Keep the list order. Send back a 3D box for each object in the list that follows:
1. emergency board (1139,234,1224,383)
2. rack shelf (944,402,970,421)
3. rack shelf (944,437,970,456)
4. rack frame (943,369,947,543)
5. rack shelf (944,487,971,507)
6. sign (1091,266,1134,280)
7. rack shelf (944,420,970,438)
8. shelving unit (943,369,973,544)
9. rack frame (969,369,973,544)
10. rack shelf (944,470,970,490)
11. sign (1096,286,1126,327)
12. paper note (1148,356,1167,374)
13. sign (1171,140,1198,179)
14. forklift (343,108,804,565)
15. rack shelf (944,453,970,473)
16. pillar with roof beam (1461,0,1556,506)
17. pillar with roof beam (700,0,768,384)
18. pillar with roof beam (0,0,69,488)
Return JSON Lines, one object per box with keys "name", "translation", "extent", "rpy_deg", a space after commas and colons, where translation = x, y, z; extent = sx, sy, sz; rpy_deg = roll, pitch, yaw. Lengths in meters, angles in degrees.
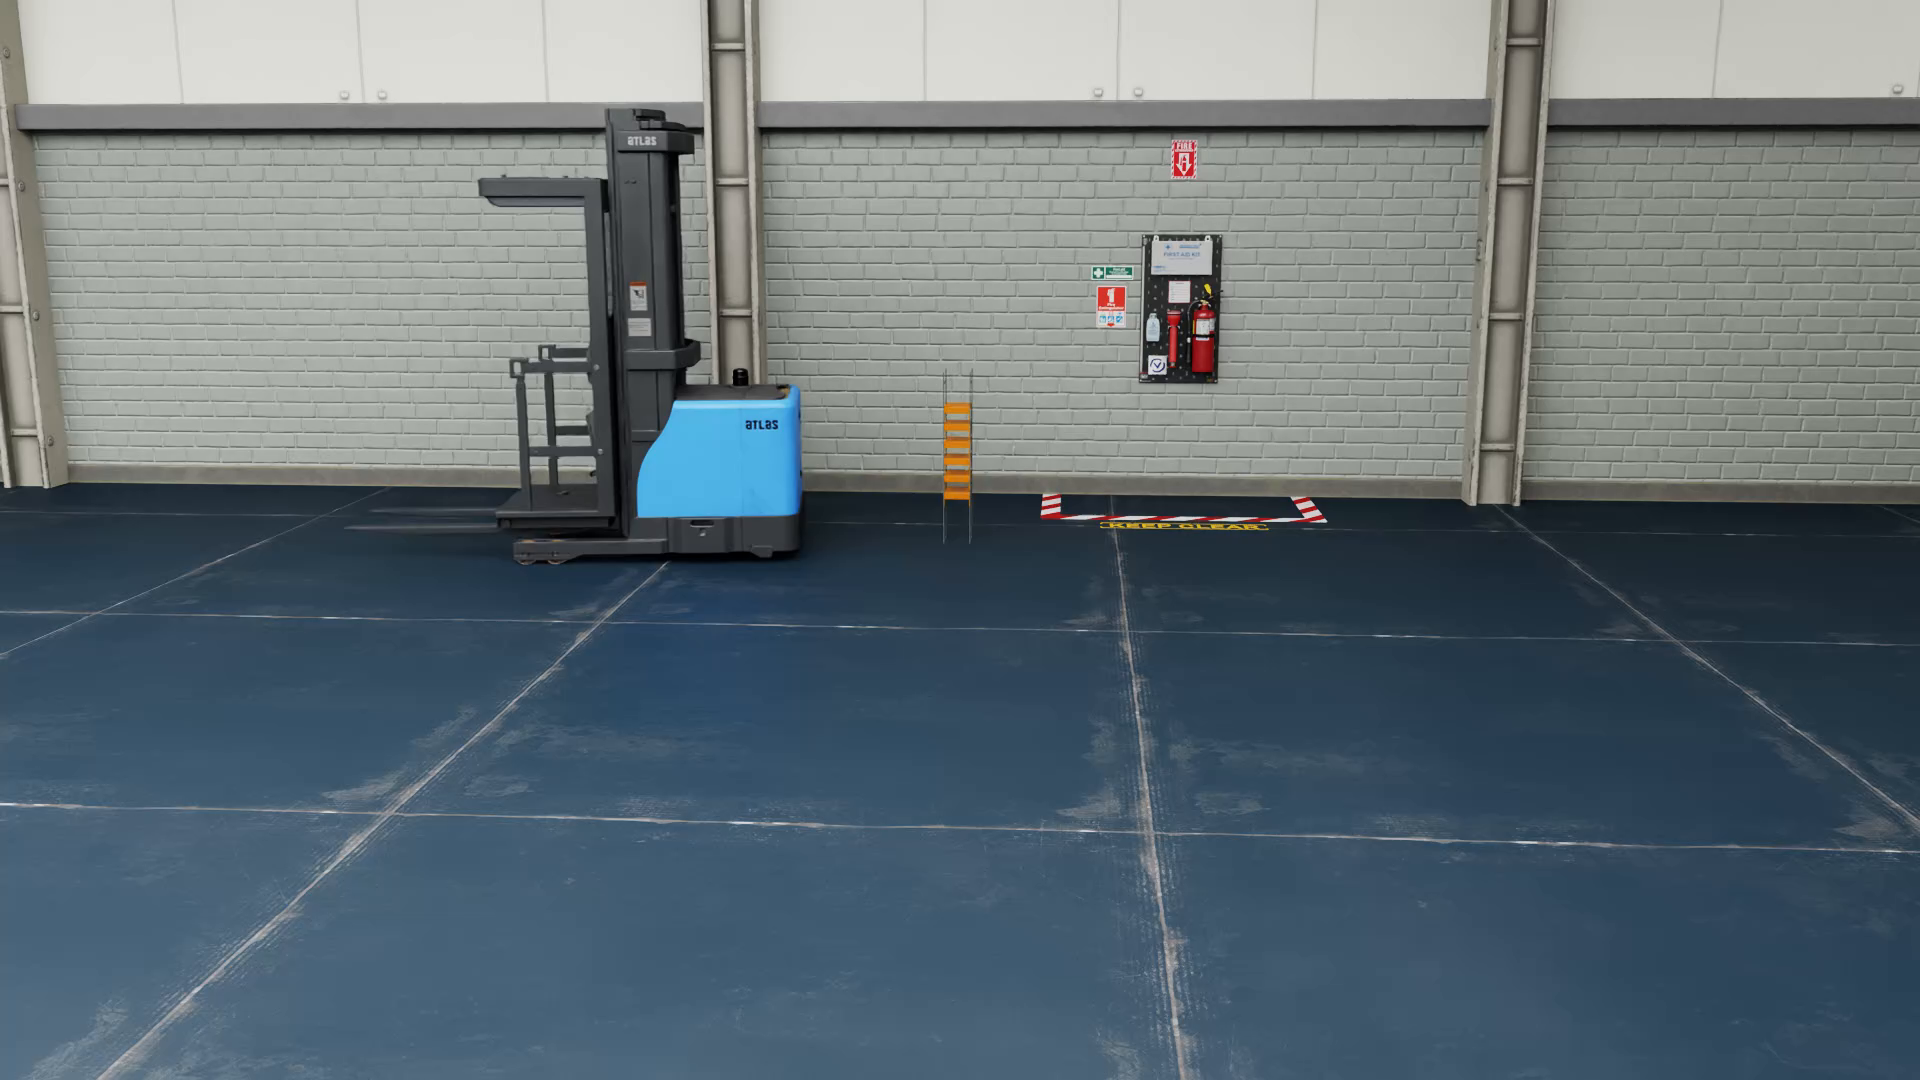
{"name": "emergency board", "translation": [1.748, -1.811, 13.102], "extent": [0.643, 1.169, 0.194], "rpy_deg": [1, 12, 4]}
{"name": "rack shelf", "translation": [-0.014, -0.896, 11.582], "extent": [0.180, 0.103, 0.258], "rpy_deg": [1, 12, 4]}
{"name": "rack shelf", "translation": [-0.014, -0.661, 11.631], "extent": [0.180, 0.103, 0.258], "rpy_deg": [1, 12, 4]}
{"name": "rack frame", "translation": [-0.106, -0.589, 11.652], "extent": [0.006, 1.200, 0.240], "rpy_deg": [1, 12, 4]}
{"name": "rack shelf", "translation": [-0.014, -0.309, 11.704], "extent": [0.180, 0.103, 0.258], "rpy_deg": [1, 12, 4]}
{"name": "sign", "translation": [1.208, -2.115, 13.172], "extent": [0.331, 0.109, 0.001], "rpy_deg": [1, 12, 4]}
{"name": "rack shelf", "translation": [-0.014, -0.779, 11.606], "extent": [0.180, 0.103, 0.258], "rpy_deg": [1, 12, 4]}
{"name": "shelving unit", "translation": [-0.014, -0.587, 11.646], "extent": [0.189, 1.200, 0.258], "rpy_deg": [1, 12, 4]}
{"name": "rack frame", "translation": [0.077, -0.586, 11.640], "extent": [0.006, 1.200, 0.240], "rpy_deg": [1, 12, 4]}
{"name": "rack shelf", "translation": [-0.014, -0.427, 11.680], "extent": [0.180, 0.103, 0.258], "rpy_deg": [1, 12, 4]}
{"name": "sign", "translation": [1.204, -1.858, 13.235], "extent": [0.234, 0.329, 0.001], "rpy_deg": [1, 12, 4]}
{"name": "paper note", "translation": [1.576, -1.397, 13.271], "extent": [0.142, 0.148, 0.016], "rpy_deg": [1, 12, 4]}
{"name": "sign", "translation": [1.747, -2.967, 12.962], "extent": [0.199, 0.298, 0.001], "rpy_deg": [1, 12, 4]}
{"name": "forklift", "translation": [-2.609, -1.380, 11.204], "extent": [3.031, 2.935, 1.130], "rpy_deg": [-1, 12, -3]}
{"name": "rack shelf", "translation": [-0.014, -0.544, 11.655], "extent": [0.180, 0.103, 0.258], "rpy_deg": [1, 12, 4]}
{"name": "pillar with roof beam", "translation": [3.924, -3.827, 8.084], "extent": [0.400, 9.000, 9.100], "rpy_deg": [1, 12, 4]}
{"name": "pillar with roof beam", "translation": [-2.063, -3.909, 8.477], "extent": [0.400, 9.000, 9.100], "rpy_deg": [1, 12, 4]}
{"name": "pillar with roof beam", "translation": [-8.049, -3.991, 8.869], "extent": [0.400, 9.000, 9.100], "rpy_deg": [1, 12, 4]}
